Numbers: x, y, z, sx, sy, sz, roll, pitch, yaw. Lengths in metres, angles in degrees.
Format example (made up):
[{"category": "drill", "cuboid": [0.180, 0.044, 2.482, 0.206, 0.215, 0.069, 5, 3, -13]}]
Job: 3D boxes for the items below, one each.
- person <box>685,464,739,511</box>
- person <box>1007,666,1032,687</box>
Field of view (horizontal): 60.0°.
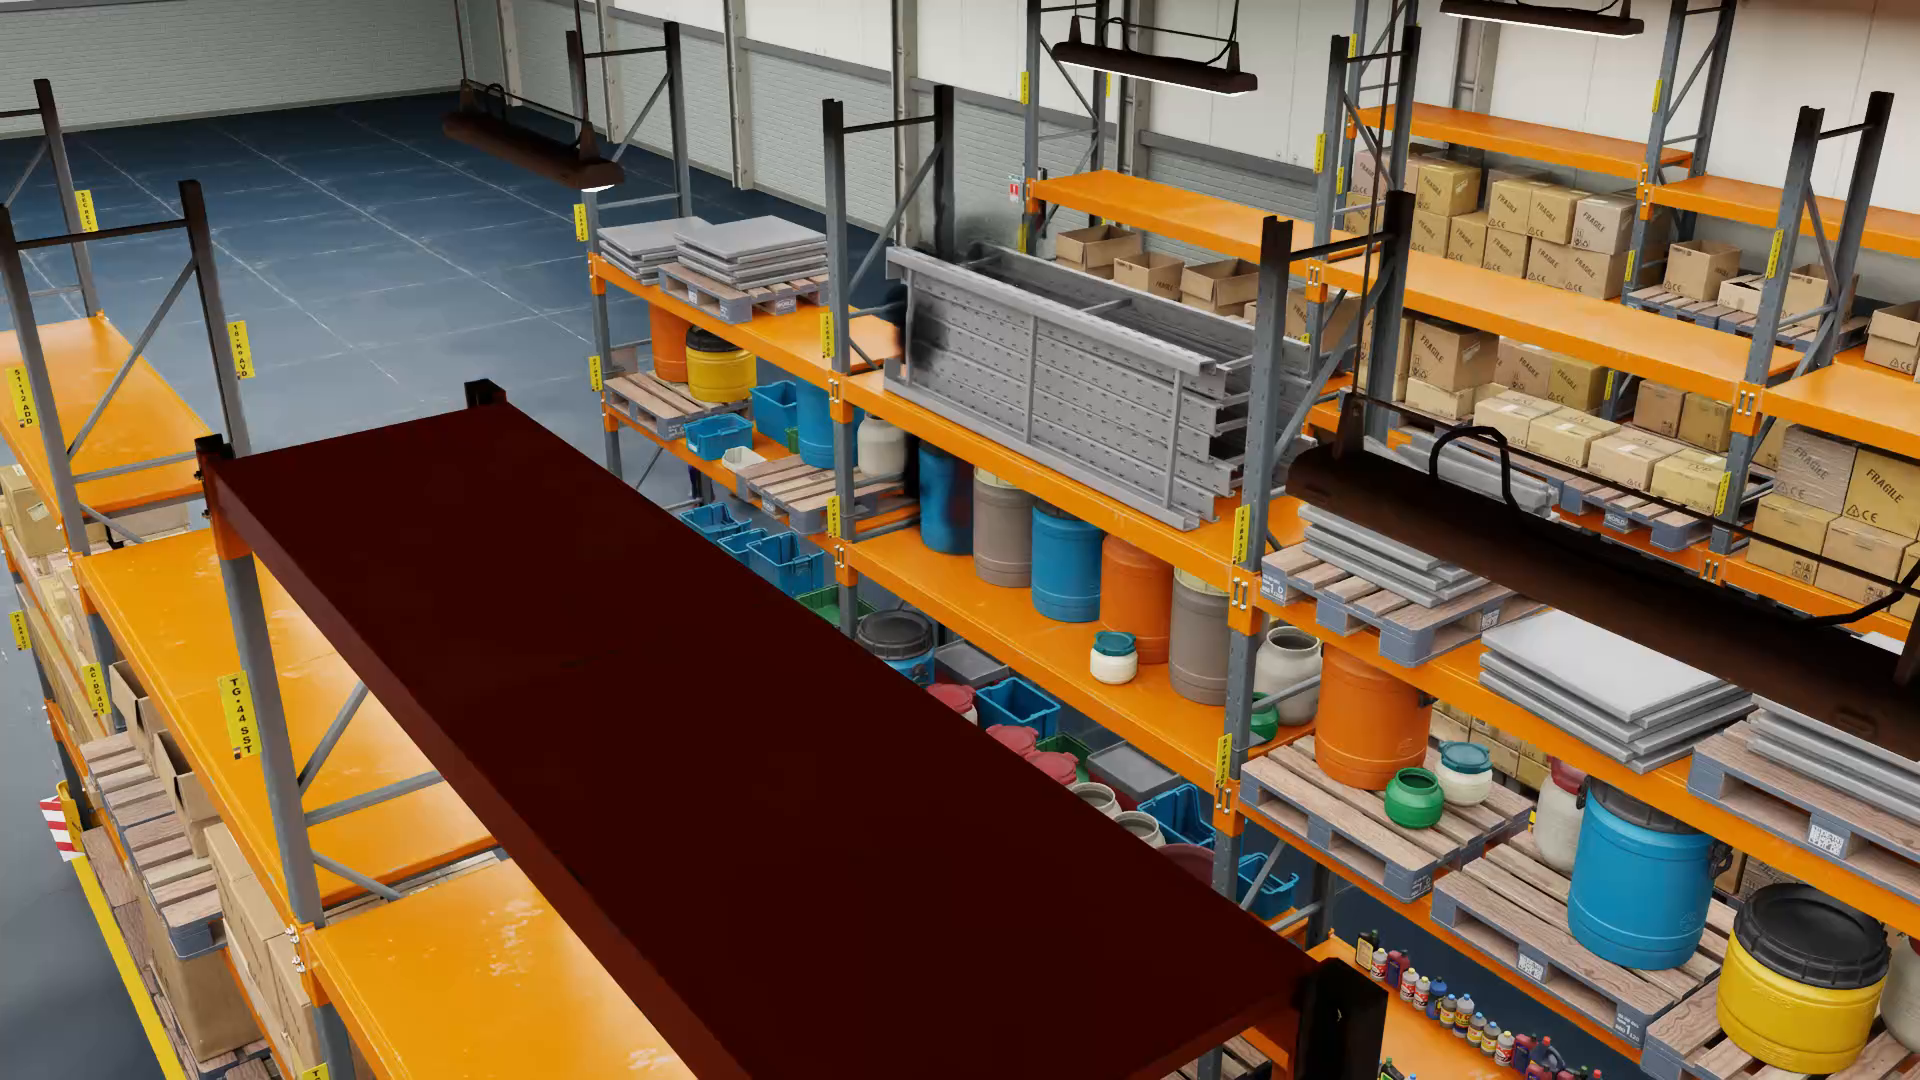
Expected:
[{"category": "person", "cuboid": [-2.878, -1.136, 19.551, 0.816, 1.673, 0.607, -2, 25, -5]}, {"category": "person", "cuboid": [0.552, 0.882, 14.295, 0.703, 1.782, 0.708, -16, 29, -31]}]
